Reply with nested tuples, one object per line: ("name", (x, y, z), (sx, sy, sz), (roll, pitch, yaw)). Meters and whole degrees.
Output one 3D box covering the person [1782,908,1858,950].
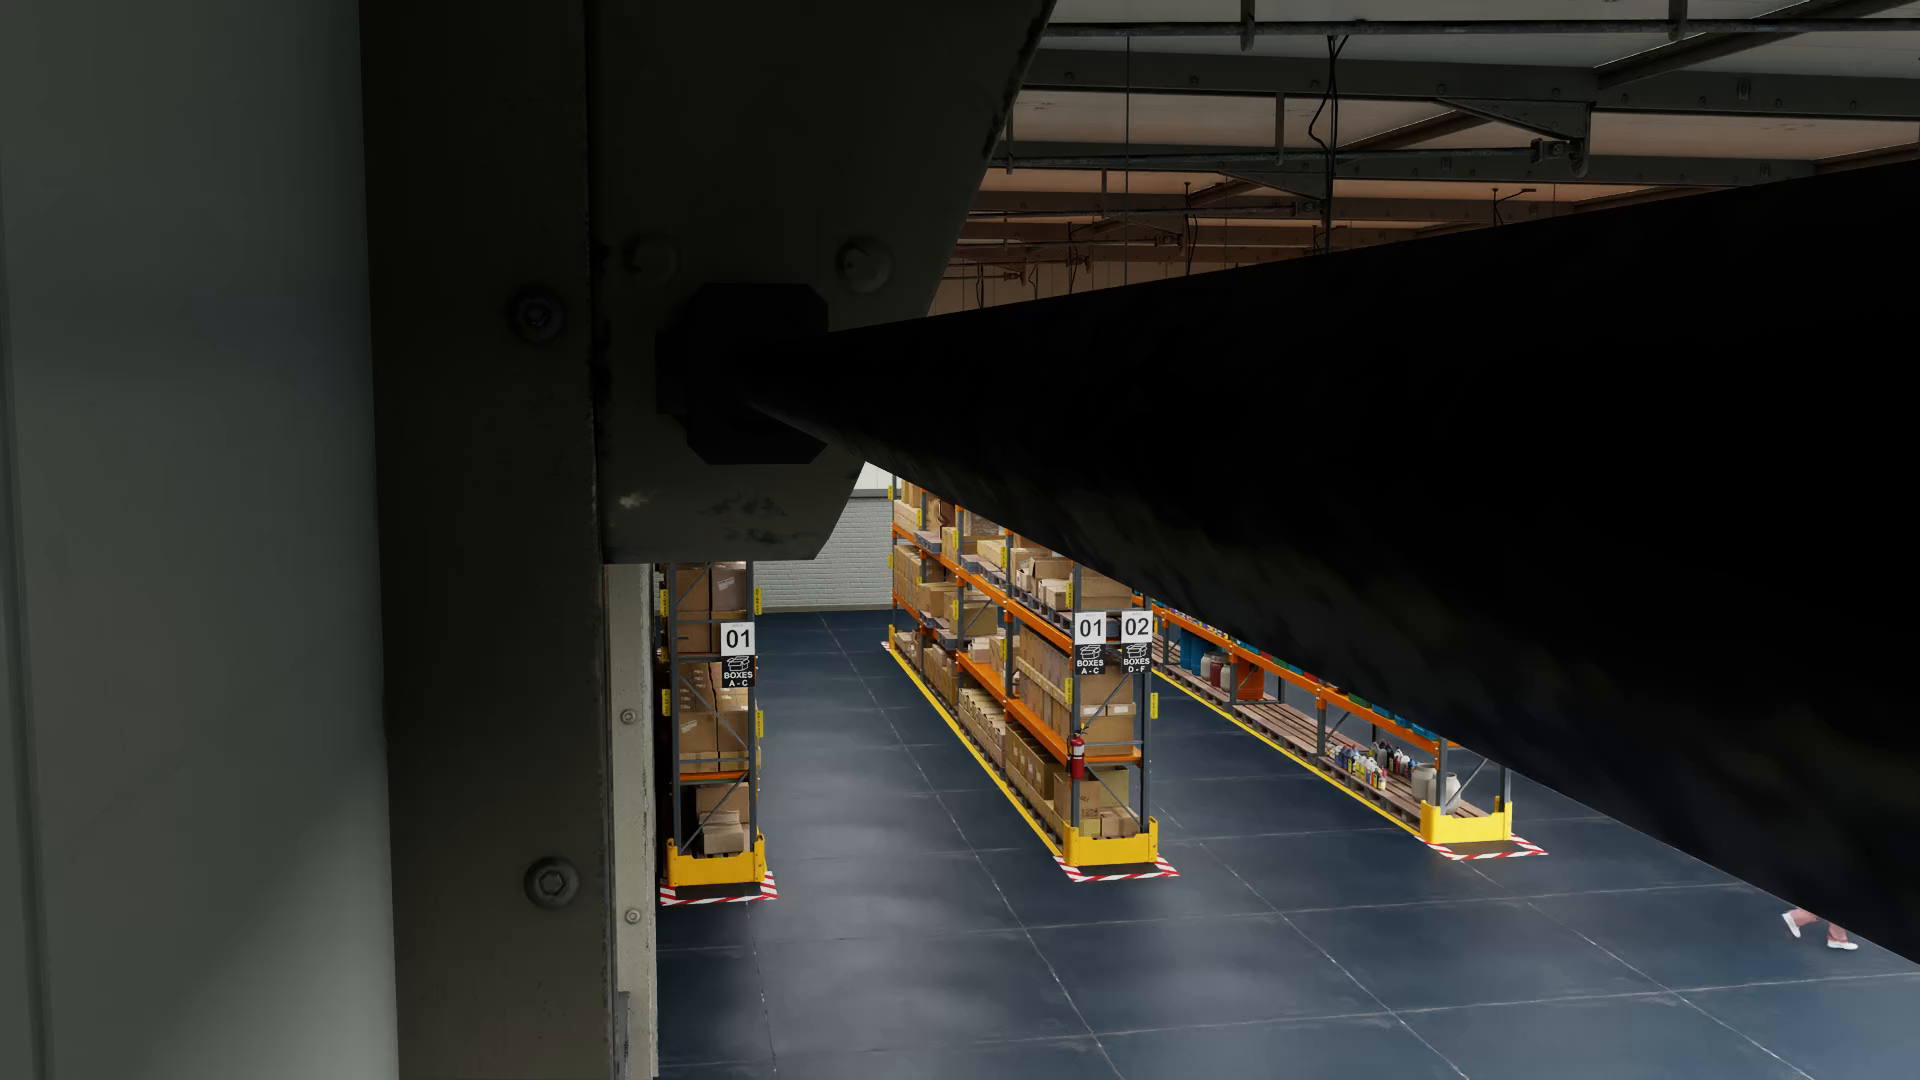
("person", (9.270, 3.591, 17.888), (0.801, 1.637, 0.569), (1, 6, 8))
